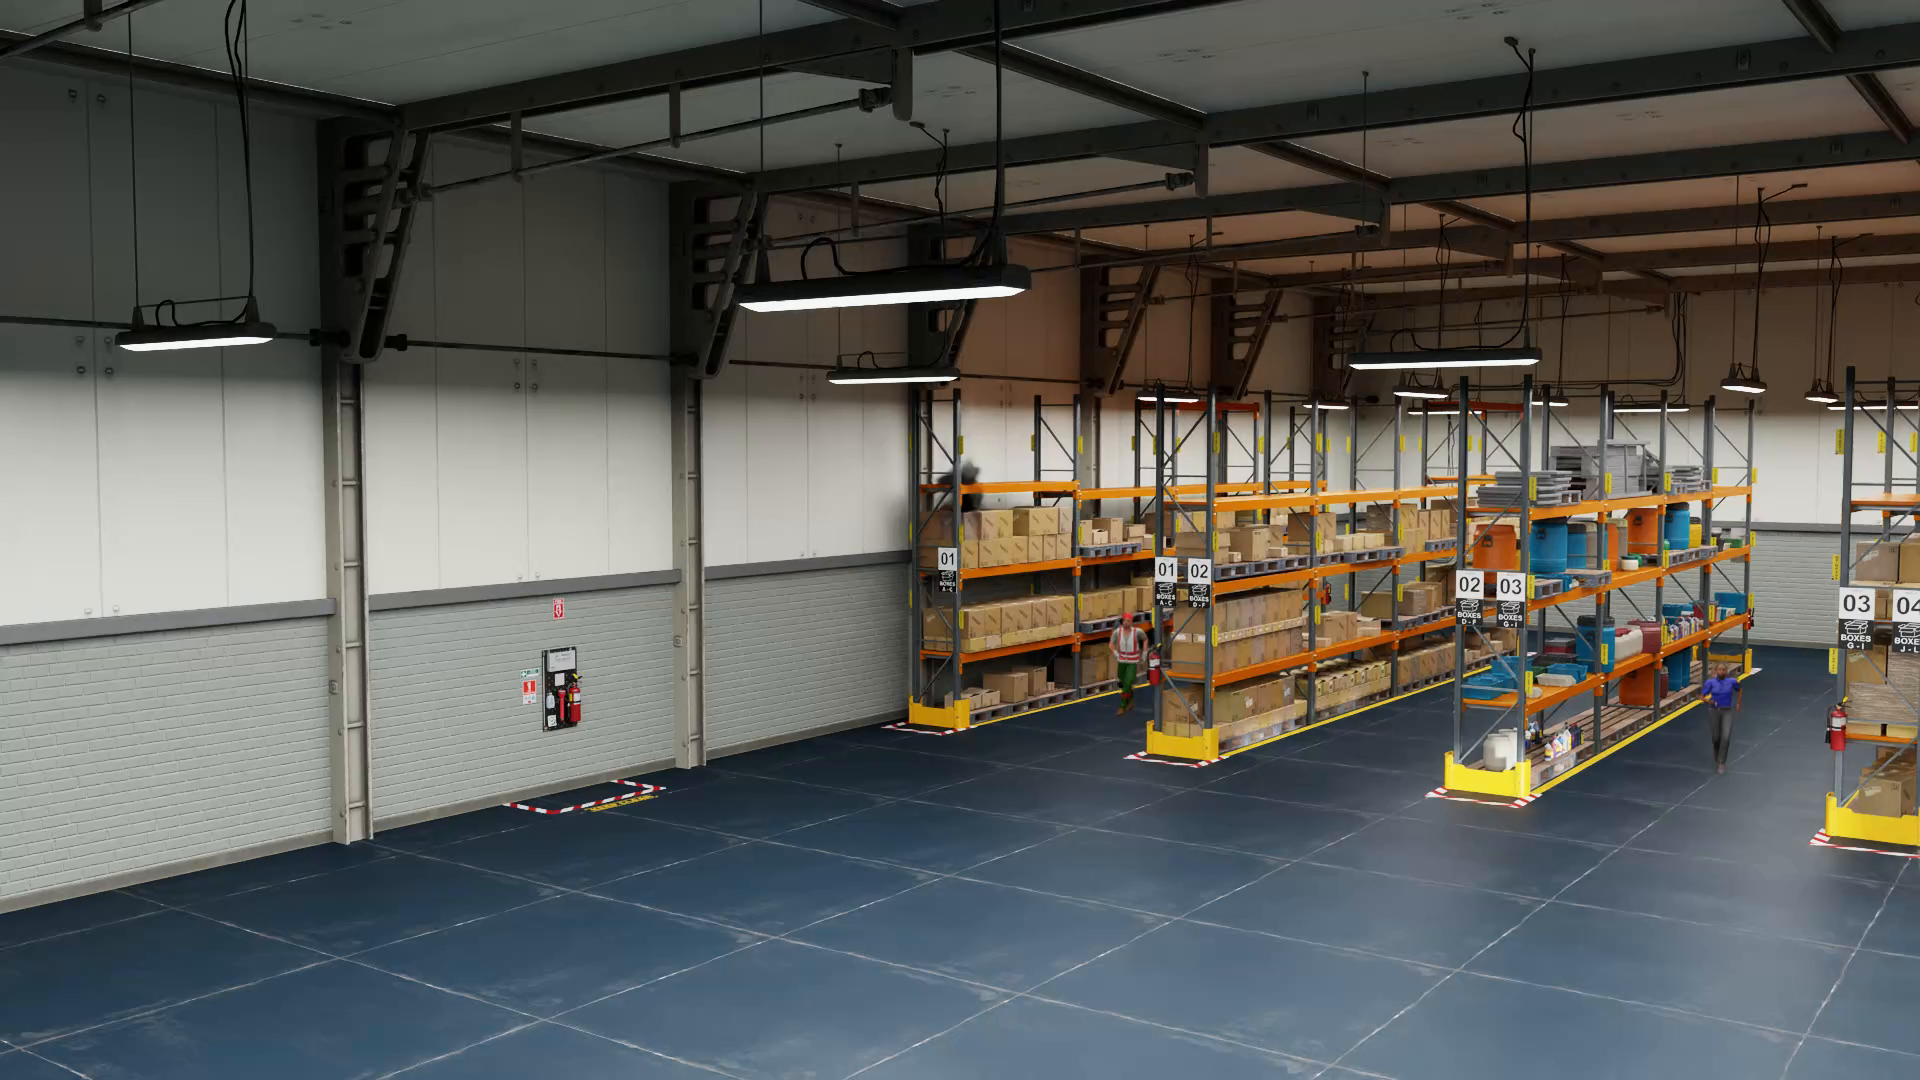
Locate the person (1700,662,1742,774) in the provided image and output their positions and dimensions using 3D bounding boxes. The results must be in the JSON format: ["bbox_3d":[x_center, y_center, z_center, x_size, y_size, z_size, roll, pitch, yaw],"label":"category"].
[{"bbox_3d":[11.777,2.739,25.741,0.608,1.688,0.878,1,3,20],"label":"person"}]

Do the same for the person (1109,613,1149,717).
[{"bbox_3d":[2.951,2.164,29.288,0.684,1.792,0.950,1,3,18],"label":"person"}]
